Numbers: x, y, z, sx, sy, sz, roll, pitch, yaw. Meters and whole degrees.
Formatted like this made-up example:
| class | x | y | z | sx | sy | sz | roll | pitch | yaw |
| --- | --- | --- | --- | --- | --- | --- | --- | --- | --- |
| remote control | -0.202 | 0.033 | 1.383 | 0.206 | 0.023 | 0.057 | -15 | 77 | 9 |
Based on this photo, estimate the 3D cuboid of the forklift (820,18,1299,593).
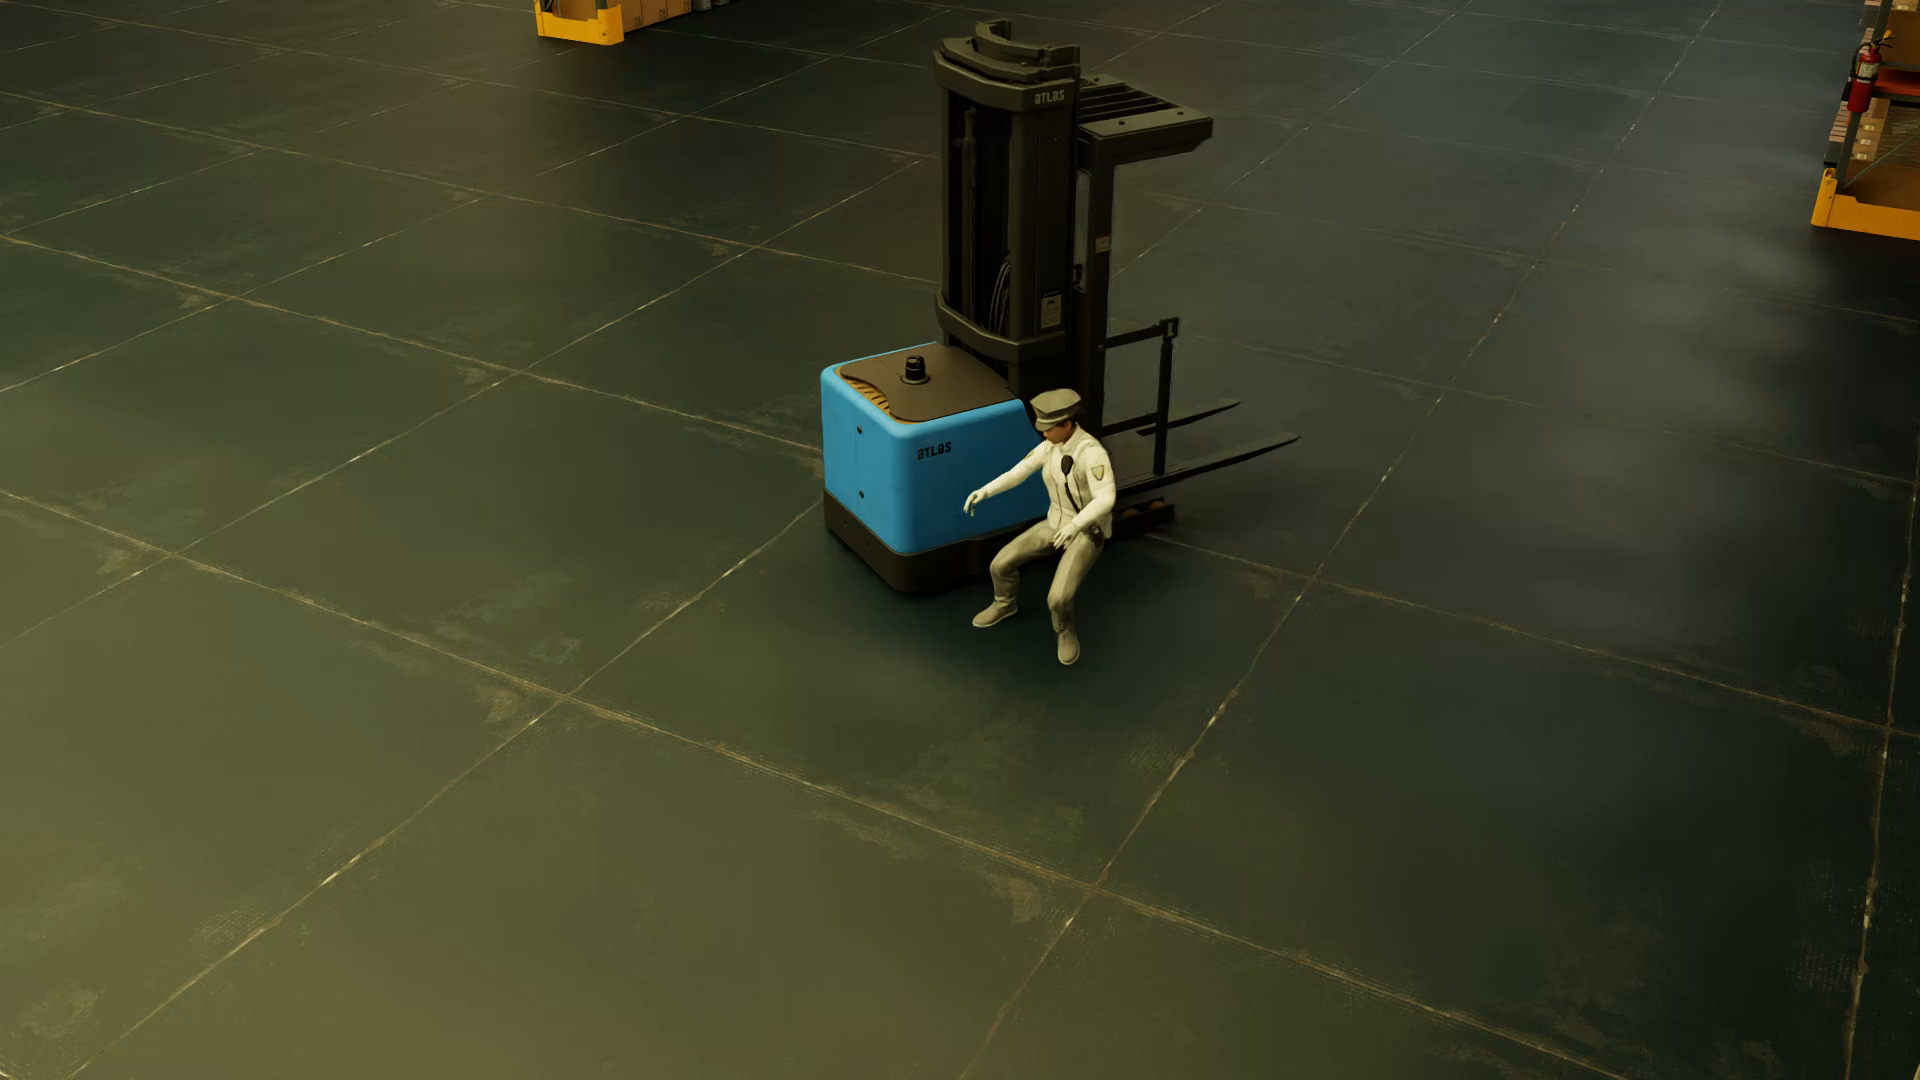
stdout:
| class | x | y | z | sx | sy | sz | roll | pitch | yaw |
| --- | --- | --- | --- | --- | --- | --- | --- | --- | --- |
| forklift | 0.713 | -1.502 | 9.673 | 3.031 | 2.935 | 1.130 | -16 | 34 | -26 |

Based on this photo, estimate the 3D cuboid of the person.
| class | x | y | z | sx | sy | sz | roll | pitch | yaw |
| --- | --- | --- | --- | --- | --- | --- | --- | --- | --- |
| person | 0.419 | -0.040 | 8.626 | 0.727 | 1.469 | 0.872 | -18 | 34 | -28 |
